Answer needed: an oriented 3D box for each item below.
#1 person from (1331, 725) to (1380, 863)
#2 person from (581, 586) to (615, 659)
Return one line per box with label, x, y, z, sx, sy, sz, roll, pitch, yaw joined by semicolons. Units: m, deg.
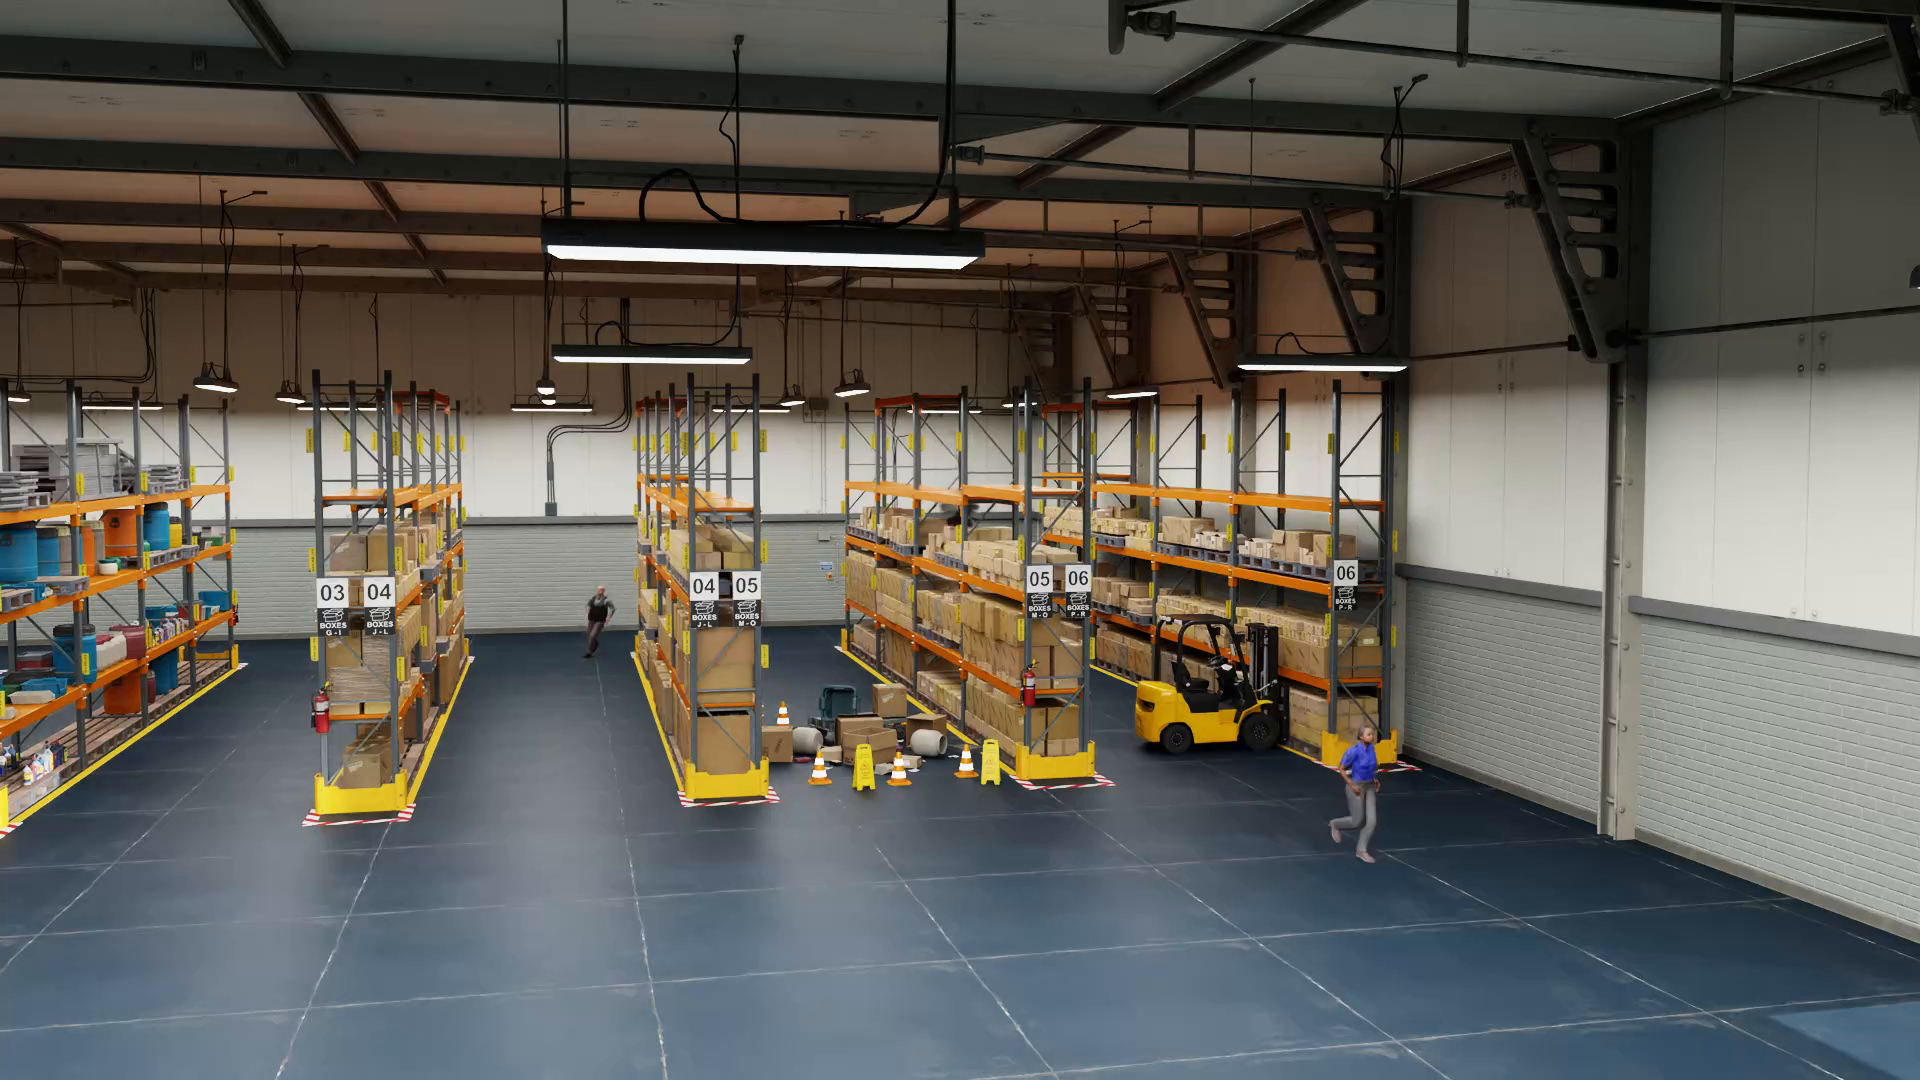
person;4.829;3.042;20.180;0.599;1.628;0.693;-2;4;-34
person;-8.477;1.920;38.984;0.714;1.657;0.890;1;3;15
